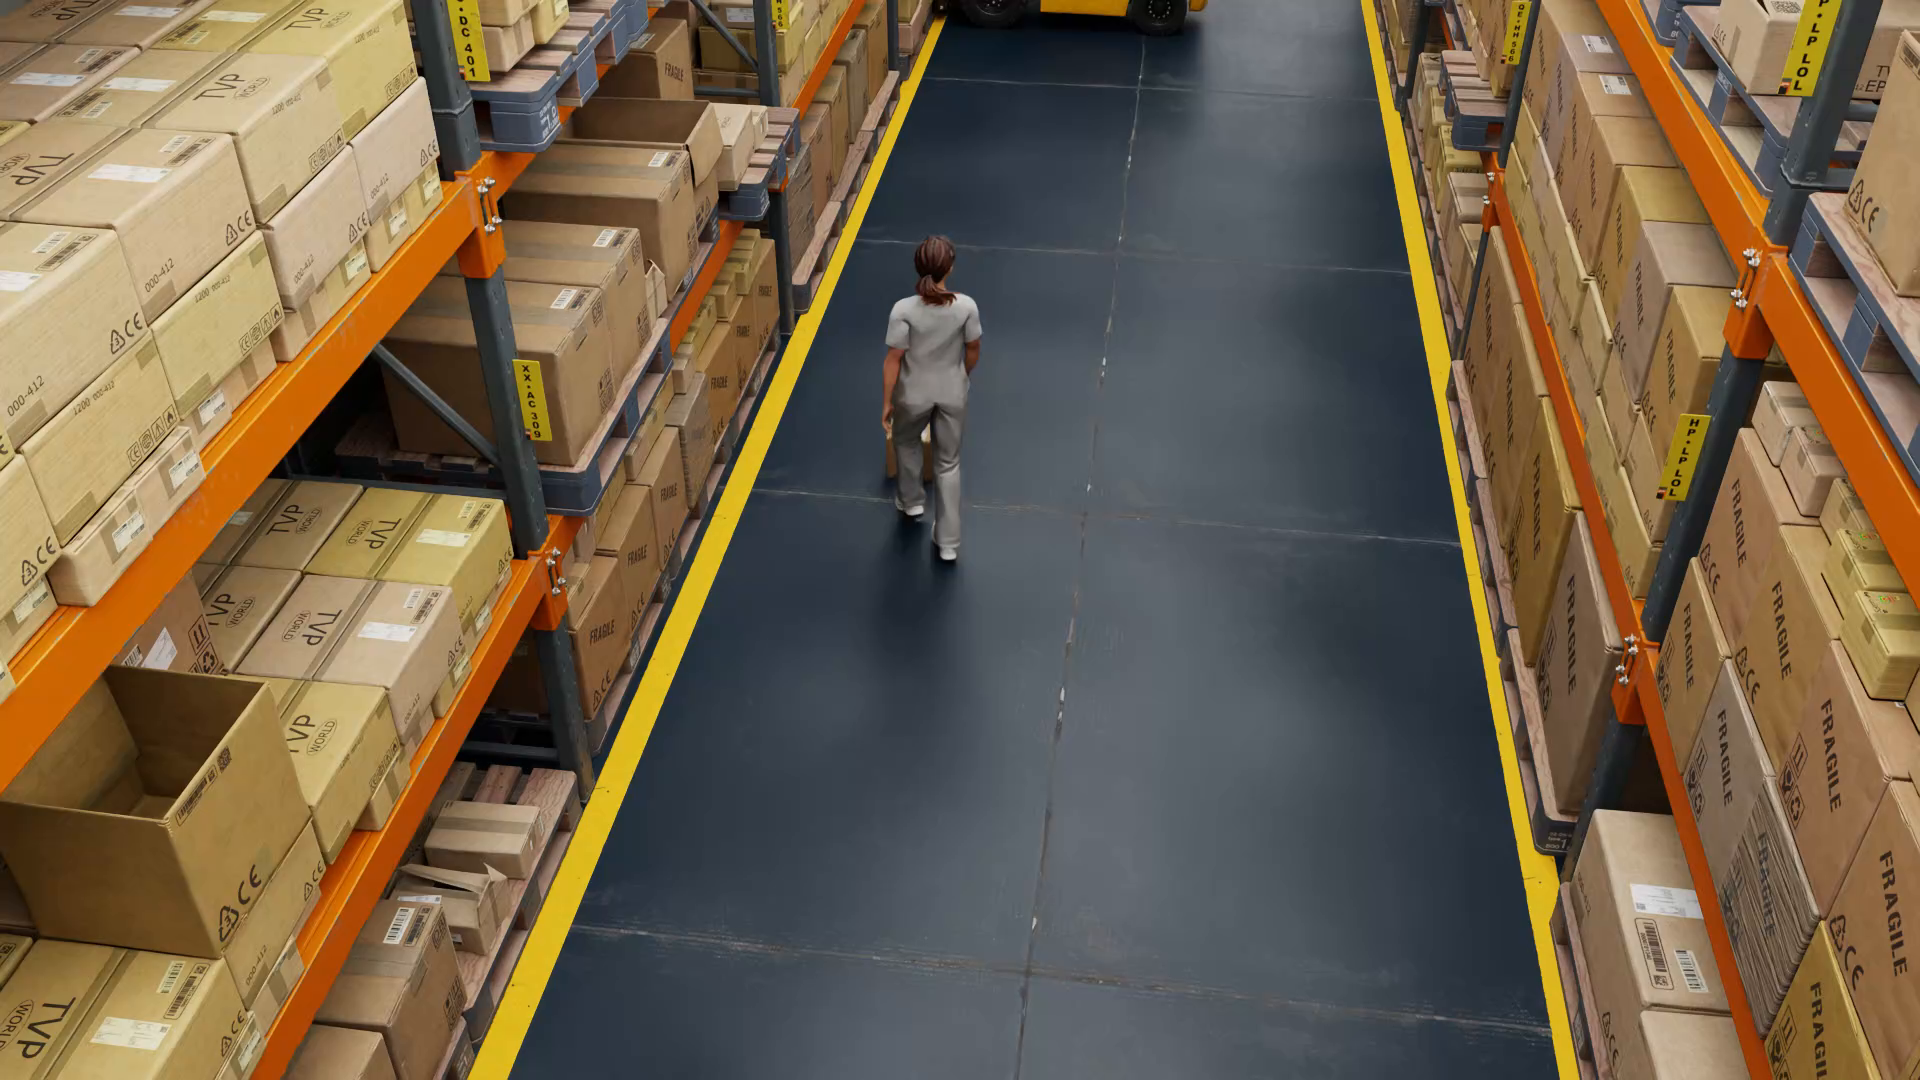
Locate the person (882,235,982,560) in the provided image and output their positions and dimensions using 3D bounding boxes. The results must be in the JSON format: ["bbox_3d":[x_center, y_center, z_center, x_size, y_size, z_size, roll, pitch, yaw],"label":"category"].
[{"bbox_3d":[-0.149,-0.722,8.035,0.494,1.703,0.670,-4,36,-6],"label":"person"}]
